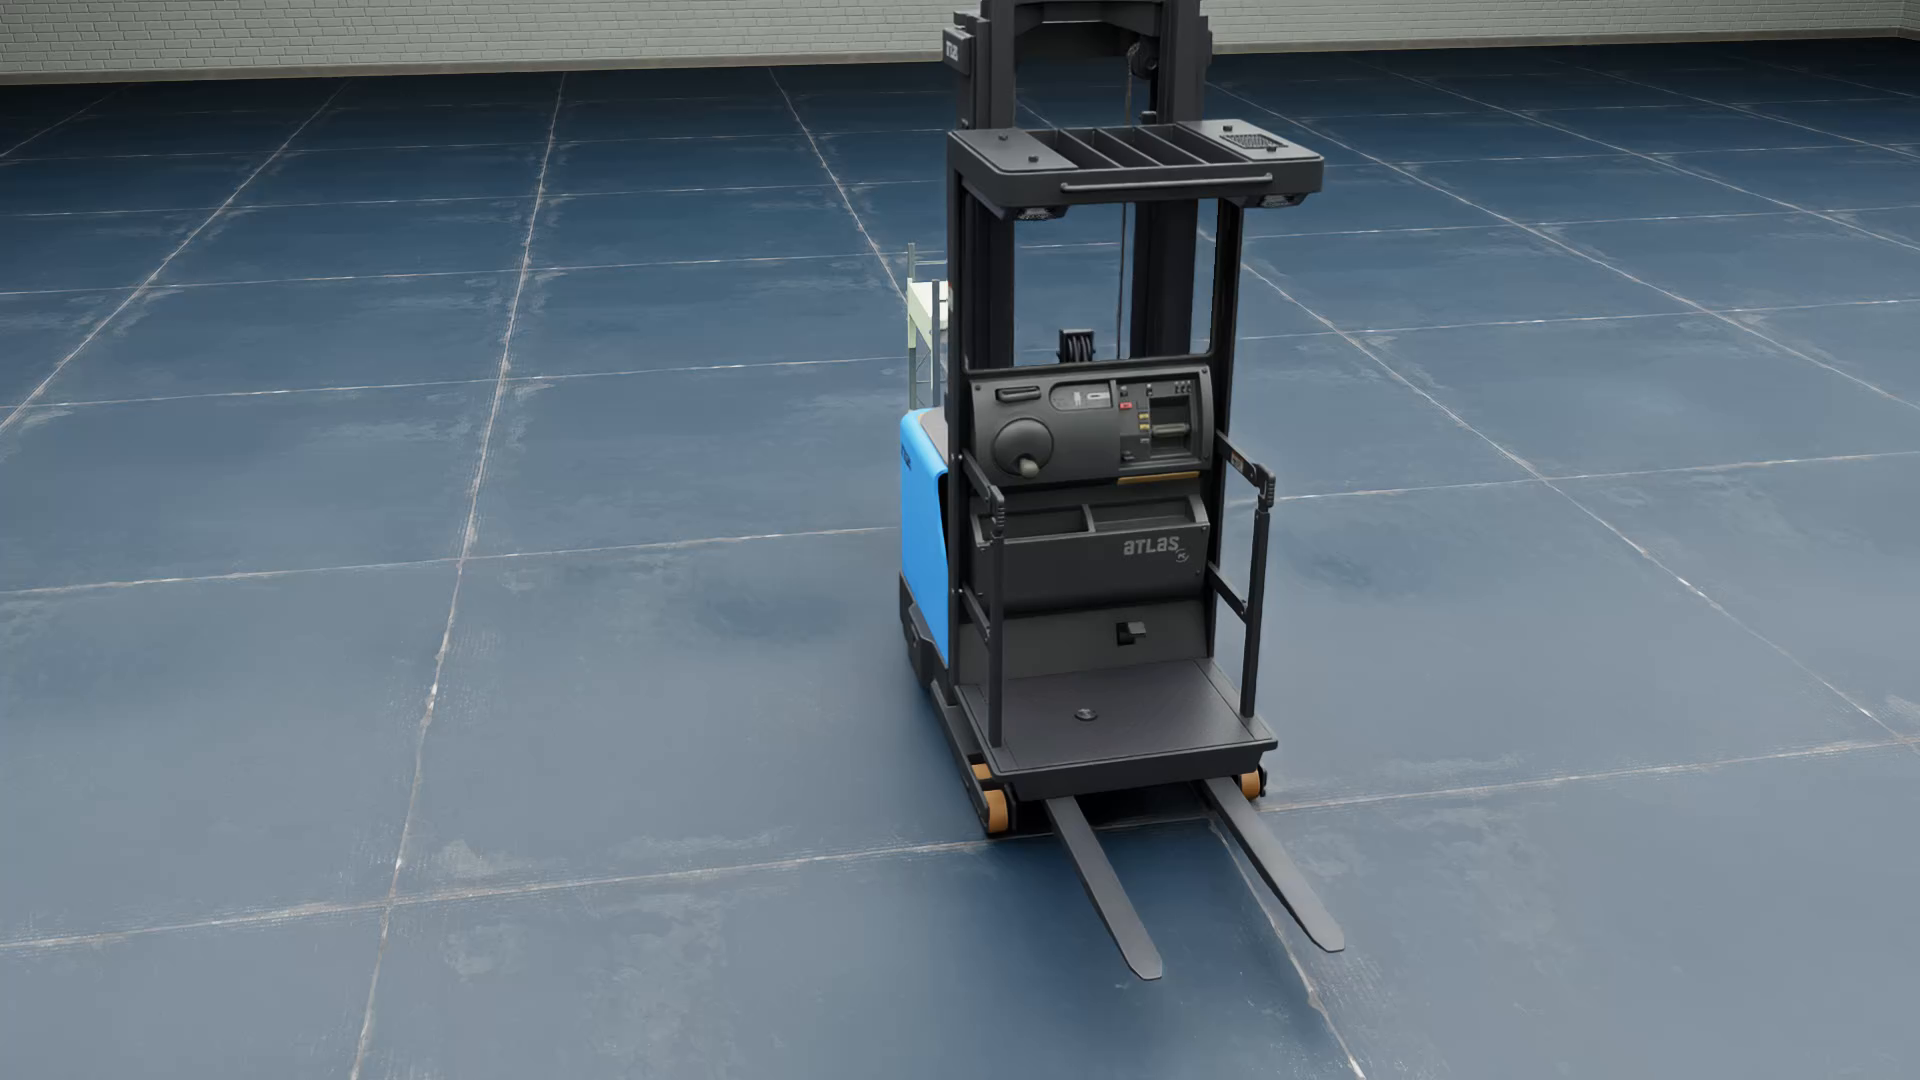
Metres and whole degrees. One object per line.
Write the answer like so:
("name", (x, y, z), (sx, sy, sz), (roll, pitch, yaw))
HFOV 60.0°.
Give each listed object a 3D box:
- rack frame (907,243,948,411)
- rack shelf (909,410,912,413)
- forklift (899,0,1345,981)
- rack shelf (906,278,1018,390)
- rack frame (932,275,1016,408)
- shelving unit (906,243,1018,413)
("rack frame", (-0.069, -0.834, 8.785), (0.400, 1.500, 0.023), (-4, 24, -10))
("rack shelf", (-0.001, -0.391, 8.586), (0.431, 0.370, 0.720), (-4, 24, -10))
("forklift", (0.550, -0.409, 6.025), (1.130, 2.935, 3.031), (-5, 24, -12))
("rack shelf", (-0.001, -1.048, 8.300), (0.431, 0.370, 0.720), (-4, 24, -10))
("rack frame", (0.066, -0.546, 8.126), (0.400, 1.500, 0.023), (-4, 24, -10))
("shelving unit", (-0.001, -0.690, 8.456), (0.431, 1.500, 0.755), (-4, 24, -10))
